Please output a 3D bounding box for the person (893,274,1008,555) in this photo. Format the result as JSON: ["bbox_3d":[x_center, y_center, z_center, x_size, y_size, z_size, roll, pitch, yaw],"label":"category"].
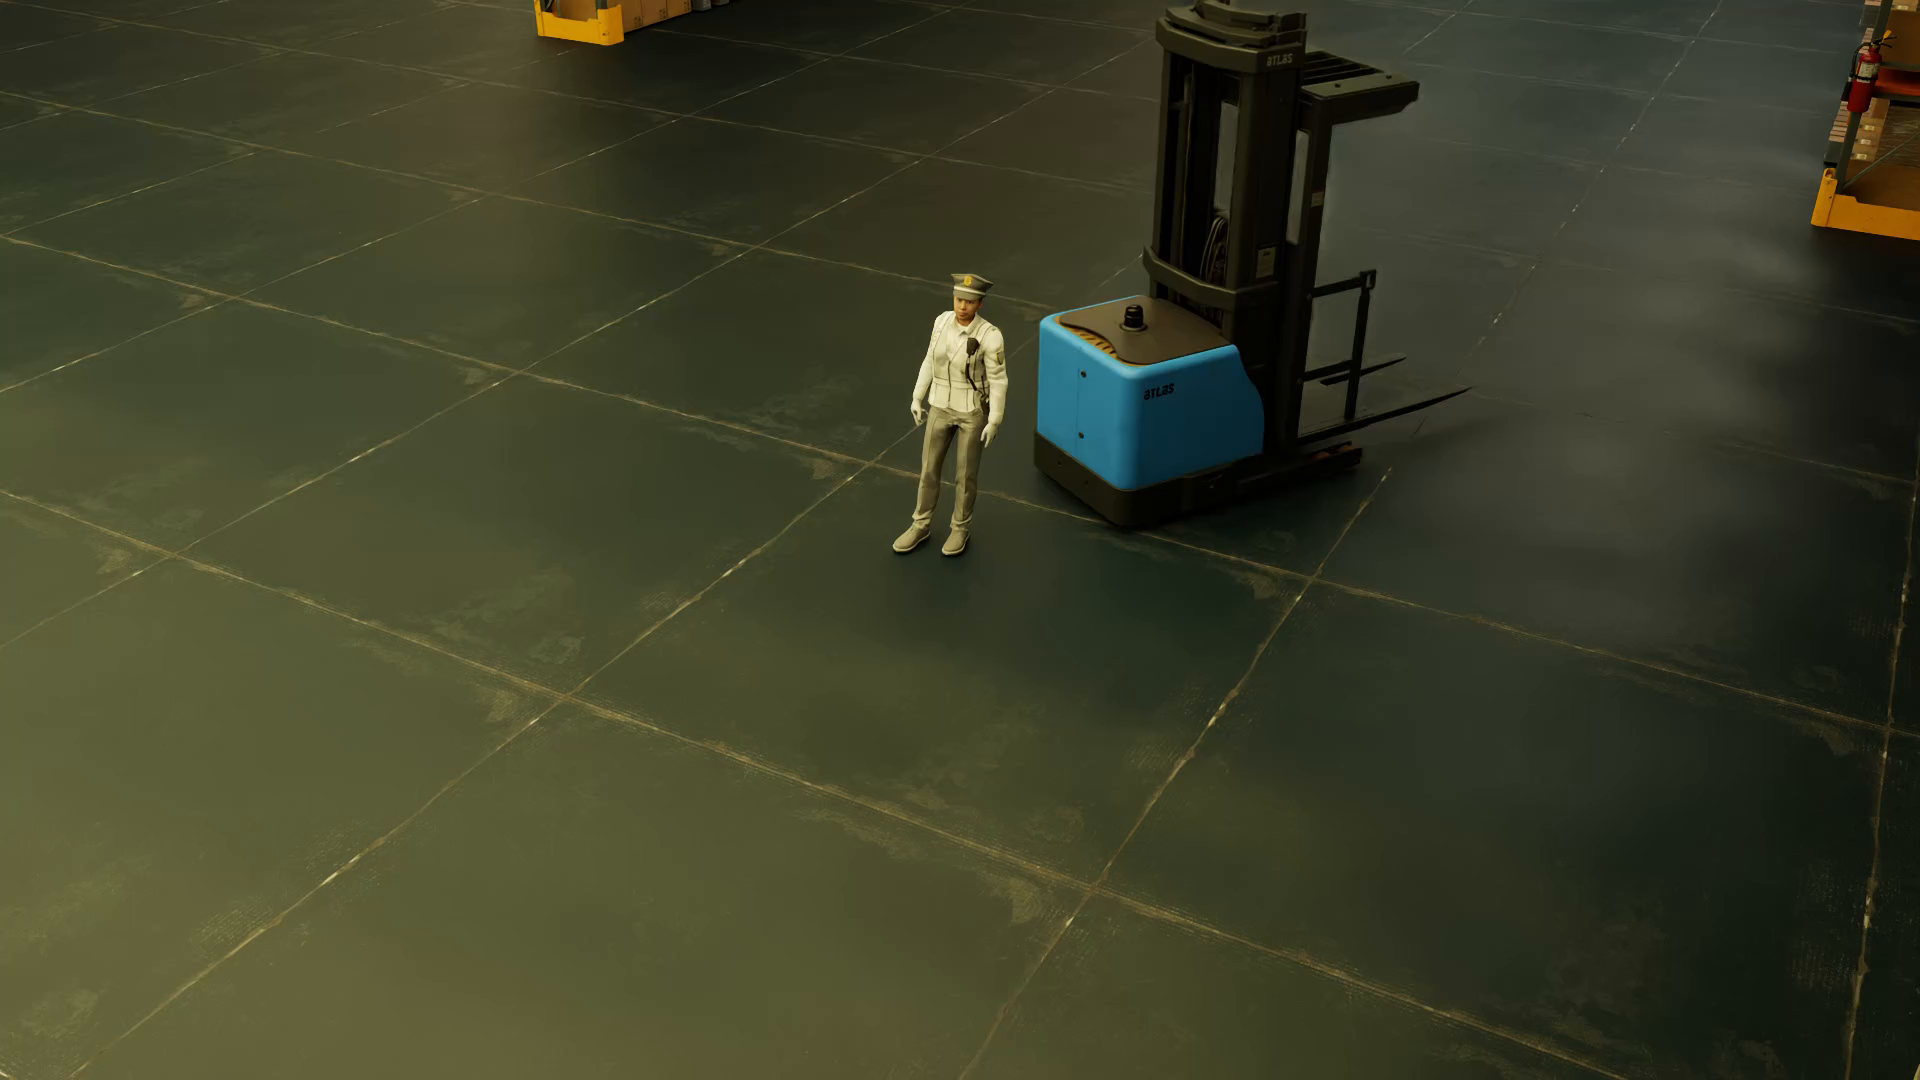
[{"bbox_3d":[-0.038,-0.712,9.527,0.588,1.697,0.533,15,33,25],"label":"person"}]

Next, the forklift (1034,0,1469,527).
[{"bbox_3d":[2.009,-1.880,10.328,3.031,2.935,1.130,-16,34,-26],"label":"forklift"}]
